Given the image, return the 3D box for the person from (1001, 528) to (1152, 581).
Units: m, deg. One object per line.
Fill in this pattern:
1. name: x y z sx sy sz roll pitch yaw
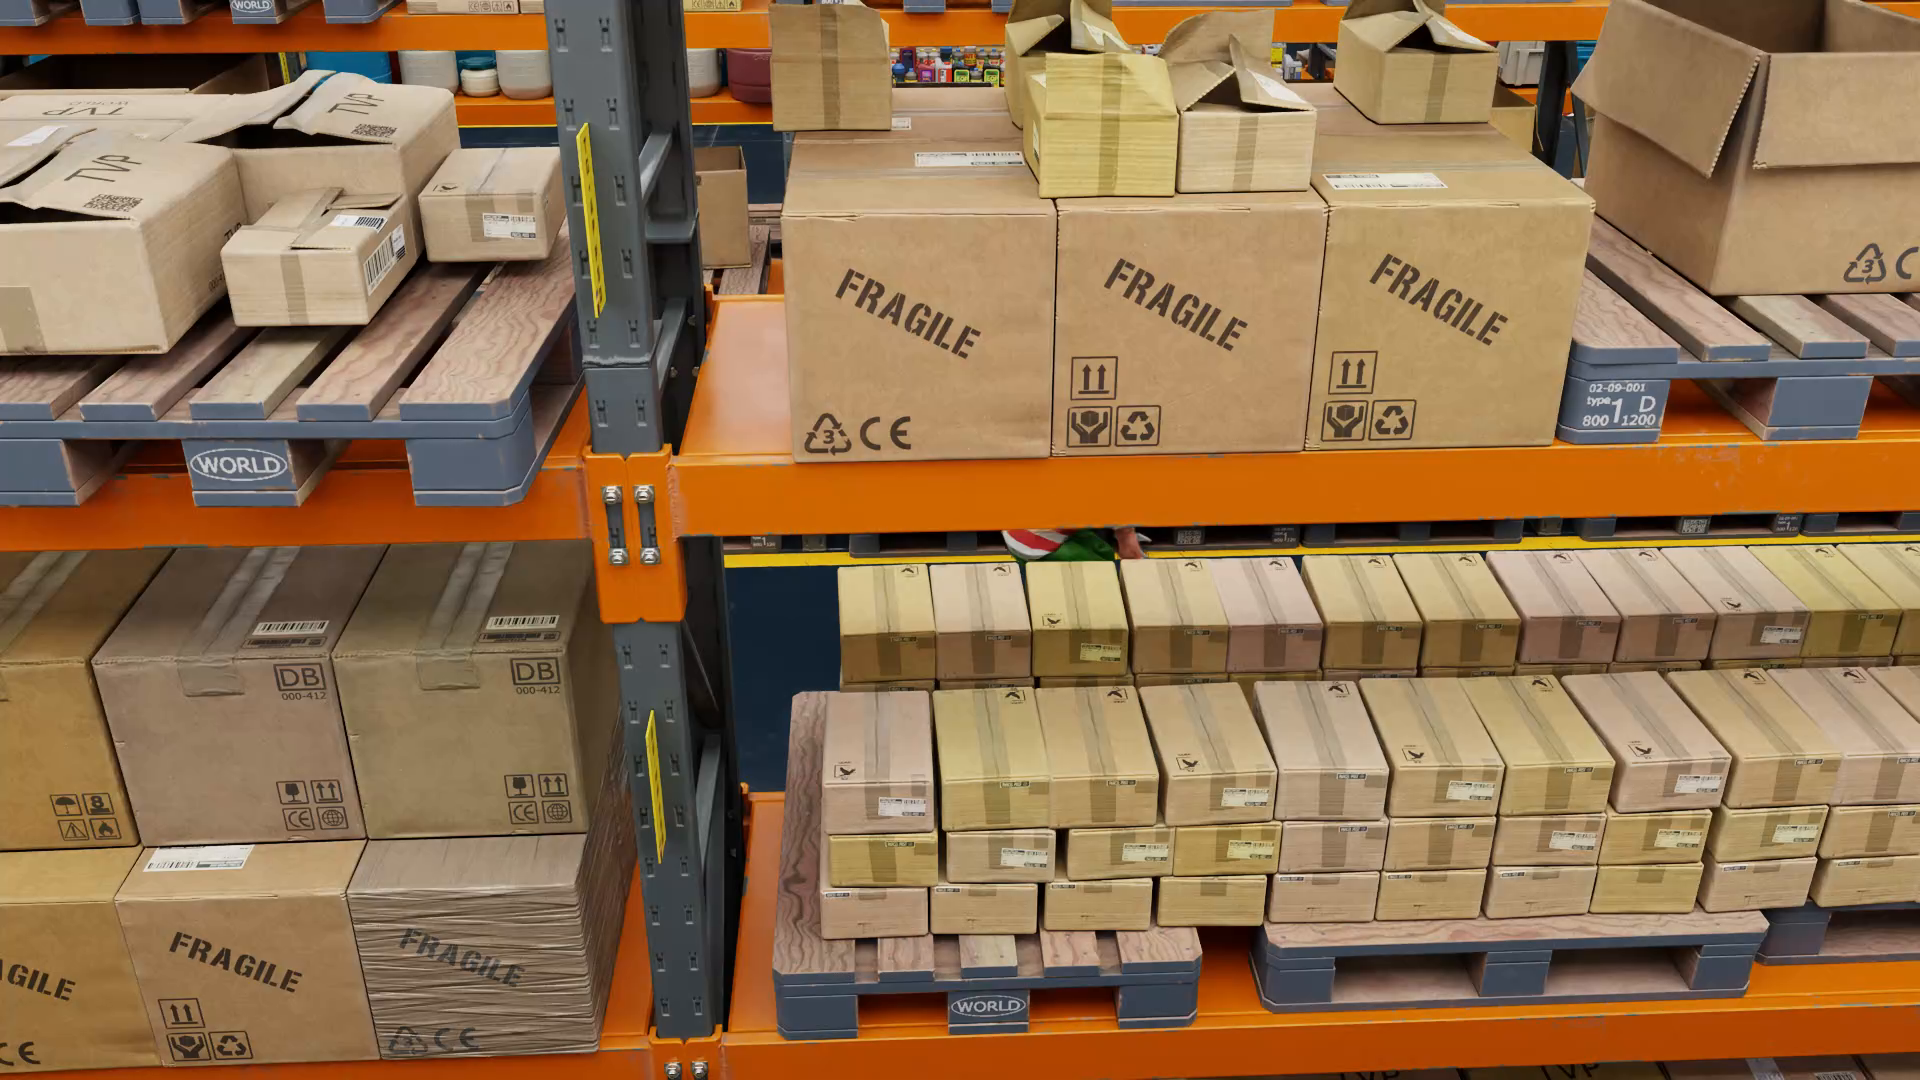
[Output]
1. person: 0.598 -0.016 7.702 0.829 1.260 0.582 -1 27 -3
